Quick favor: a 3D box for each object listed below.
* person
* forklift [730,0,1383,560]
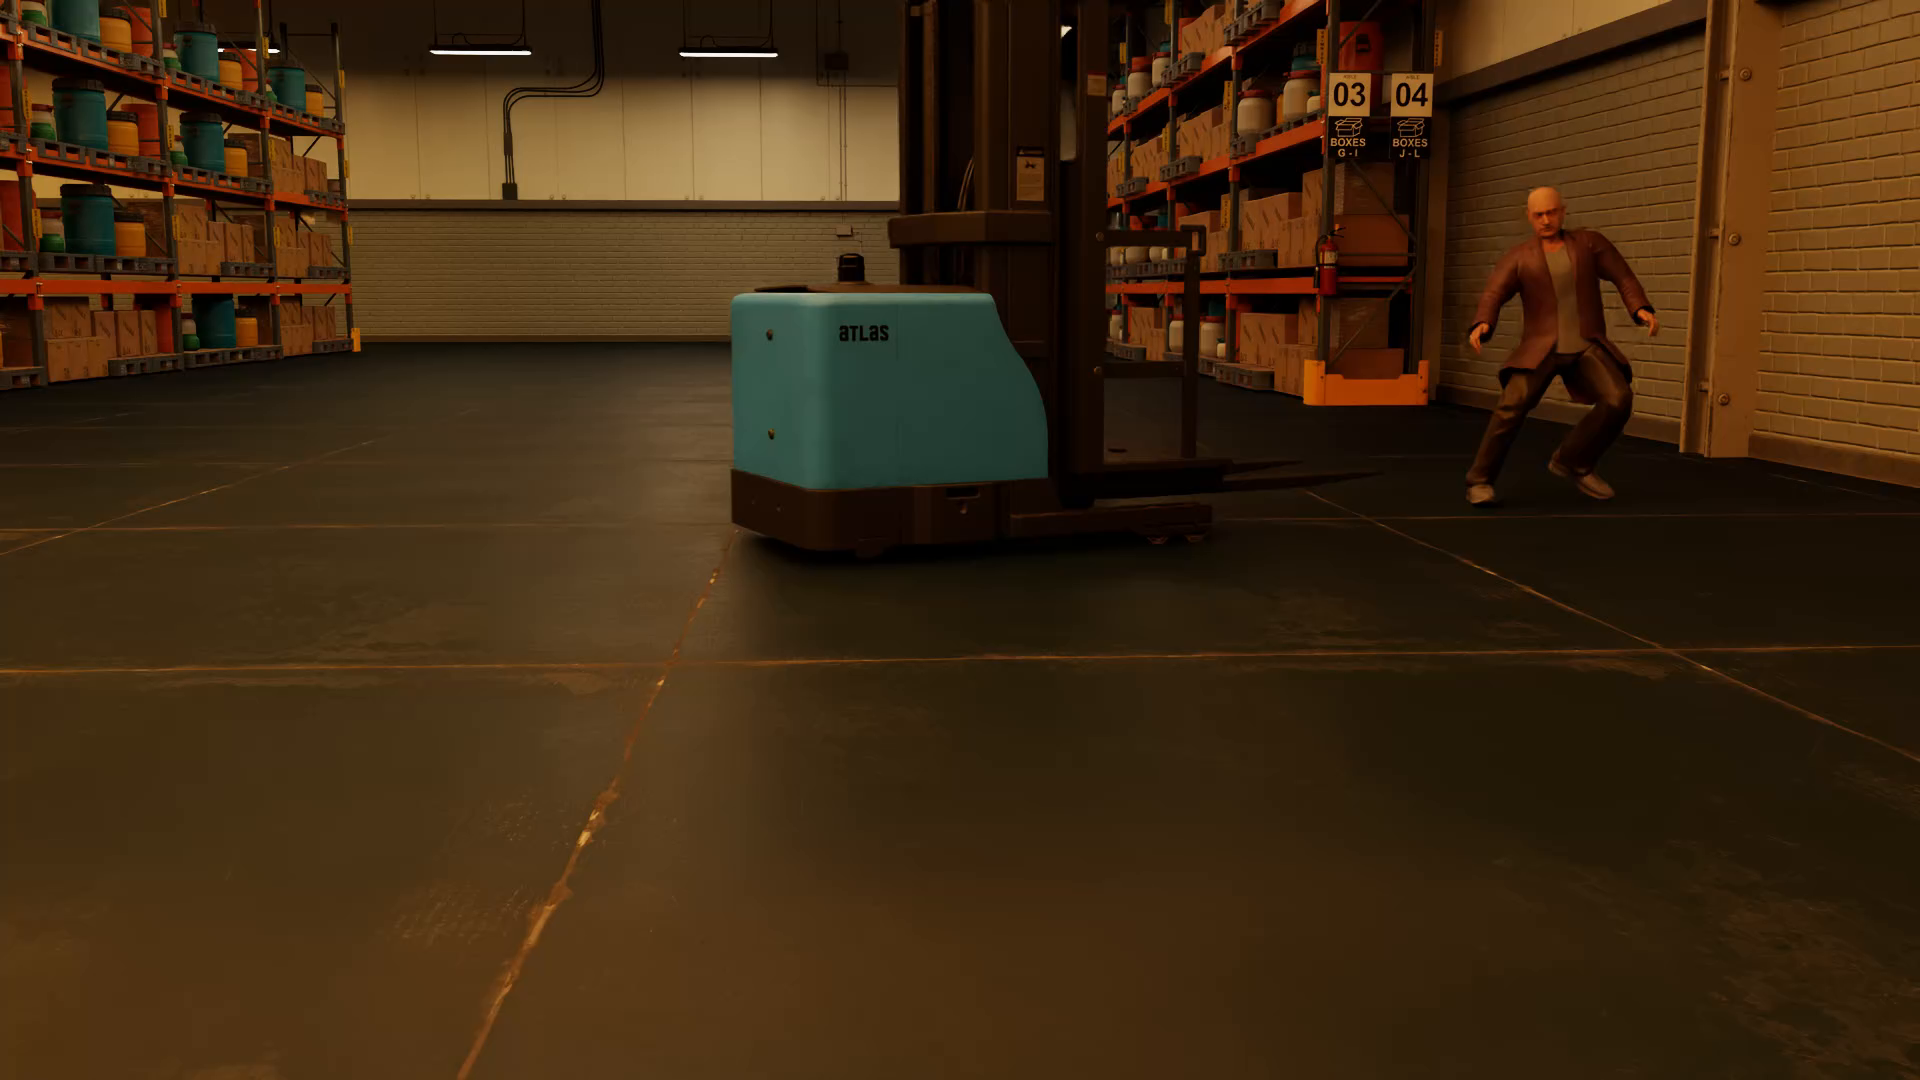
[{"bbox_3d":[3.029,-0.980,8.421,0.910,1.610,0.646,2,9,11],"label":"person"},{"bbox_3d":[0.539,-1.499,7.425,3.031,2.935,1.130,-4,9,-27],"label":"forklift"}]
